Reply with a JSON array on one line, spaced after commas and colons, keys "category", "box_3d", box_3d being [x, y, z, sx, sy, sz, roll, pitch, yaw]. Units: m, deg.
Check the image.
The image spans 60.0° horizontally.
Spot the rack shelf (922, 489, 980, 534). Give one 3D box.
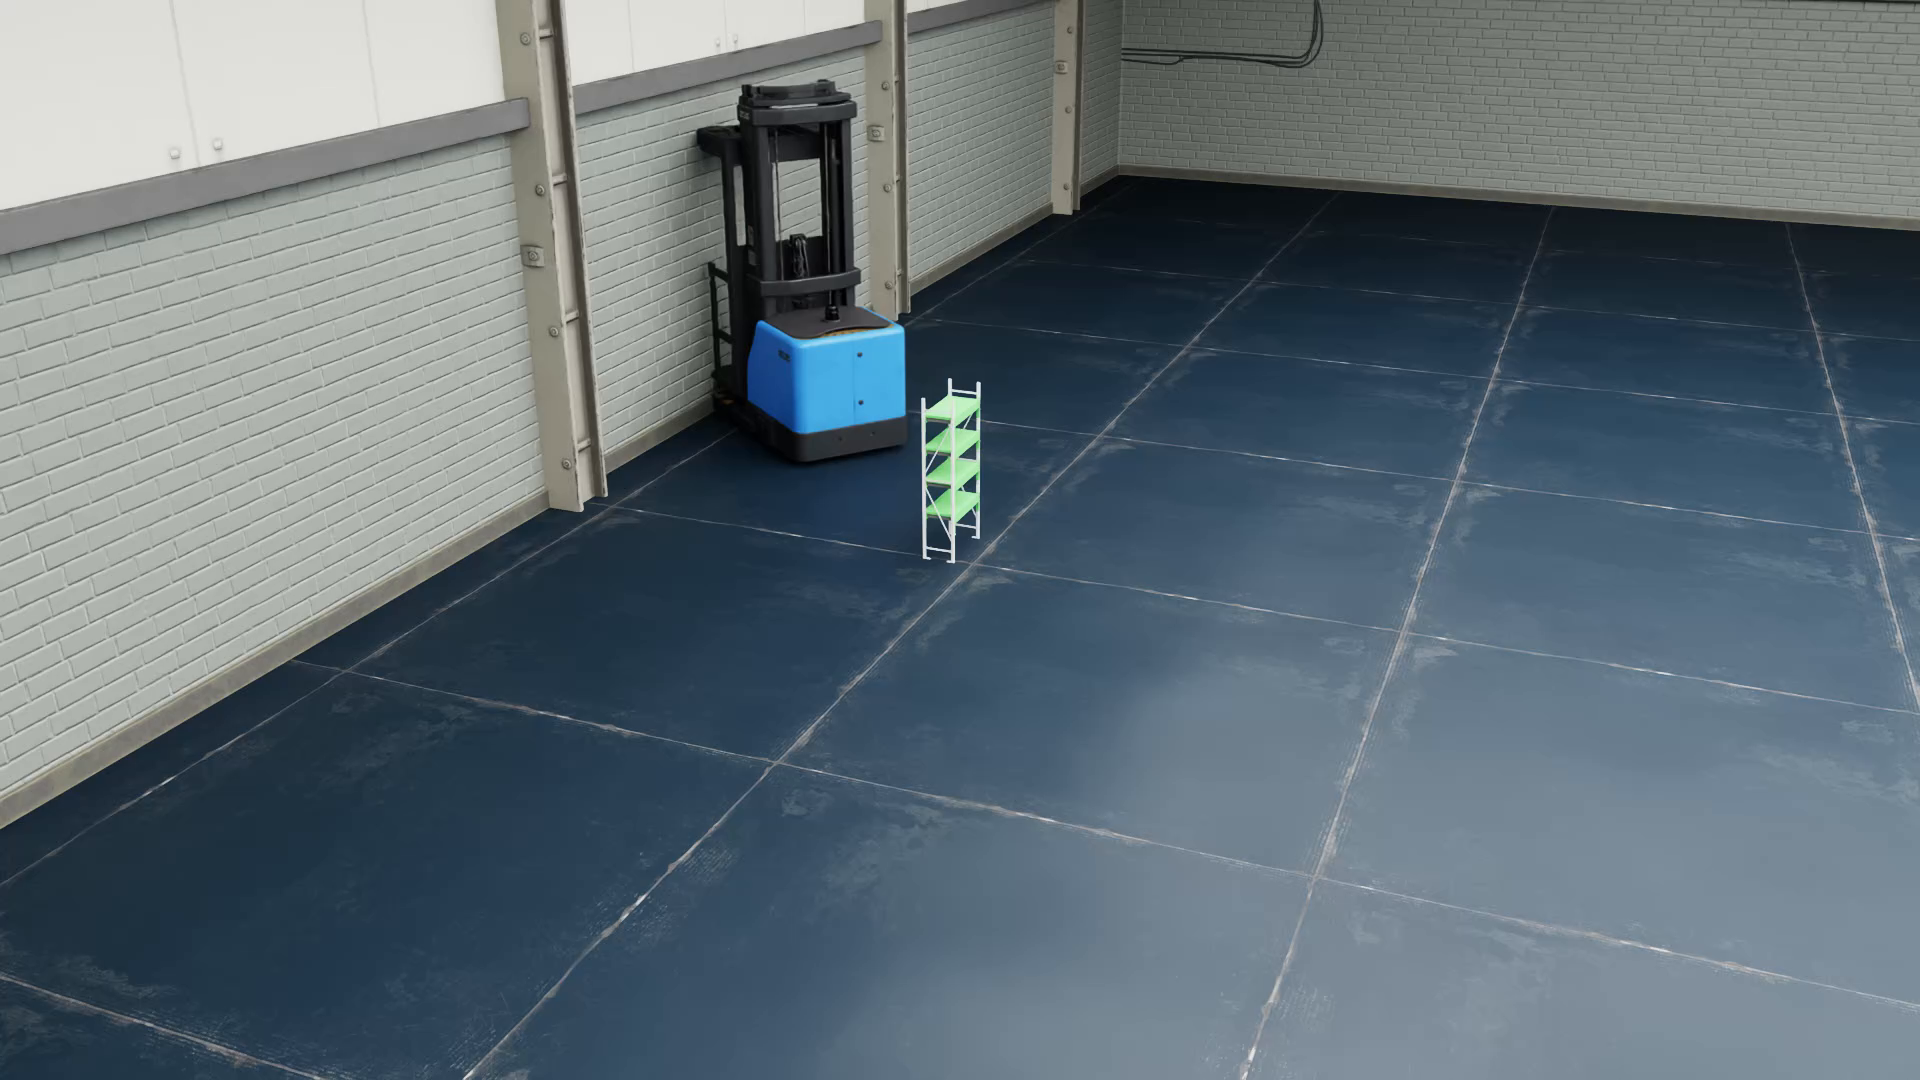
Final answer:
[{"category": "rack shelf", "box_3d": [-0.061, -0.214, 11.994, 0.258, 0.148, 0.480, 9, 24, 20]}]

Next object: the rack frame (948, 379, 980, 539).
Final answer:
[{"category": "rack frame", "box_3d": [0.029, -0.582, 12.086, 0.240, 1.200, 0.015, 9, 24, 20]}]

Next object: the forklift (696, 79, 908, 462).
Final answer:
[{"category": "forklift", "box_3d": [-1.603, -2.518, 14.475, 1.130, 2.935, 3.031, -12, 26, -27]}]

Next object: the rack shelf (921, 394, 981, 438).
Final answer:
[{"category": "rack shelf", "box_3d": [-0.061, -0.878, 11.717, 0.258, 0.148, 0.480, 9, 24, 20]}]

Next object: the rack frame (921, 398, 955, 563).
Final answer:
[{"category": "rack frame", "box_3d": [-0.152, -0.407, 11.668, 0.240, 1.200, 0.015, 9, 24, 20]}]

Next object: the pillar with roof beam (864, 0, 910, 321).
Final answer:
[{"category": "pillar with roof beam", "box_3d": [3.240, -5.989, 14.912, 9.100, 9.000, 0.400, 9, 24, 20]}]

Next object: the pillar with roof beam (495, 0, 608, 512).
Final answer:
[{"category": "pillar with roof beam", "box_3d": [1.011, -3.842, 9.772, 9.100, 9.000, 0.400, 9, 24, 20]}]

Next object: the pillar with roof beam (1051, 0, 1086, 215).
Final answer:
[{"category": "pillar with roof beam", "box_3d": [5.468, -8.136, 20.052, 9.100, 9.000, 0.400, 9, 24, 20]}]

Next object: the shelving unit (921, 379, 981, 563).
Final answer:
[{"category": "shelving unit", "box_3d": [-0.061, -0.494, 11.877, 0.258, 1.200, 0.503, 9, 24, 20]}]

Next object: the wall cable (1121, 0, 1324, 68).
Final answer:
[{"category": "wall cable", "box_3d": [3.793, -8.184, 24.197, 3.097, 2.526, 0.112, 9, 24, 20]}]

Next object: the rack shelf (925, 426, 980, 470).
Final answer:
[{"category": "rack shelf", "box_3d": [-0.061, -0.657, 11.809, 0.258, 0.148, 0.480, 9, 24, 20]}]

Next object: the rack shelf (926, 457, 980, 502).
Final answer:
[{"category": "rack shelf", "box_3d": [-0.061, -0.435, 11.902, 0.258, 0.148, 0.480, 9, 24, 20]}]
